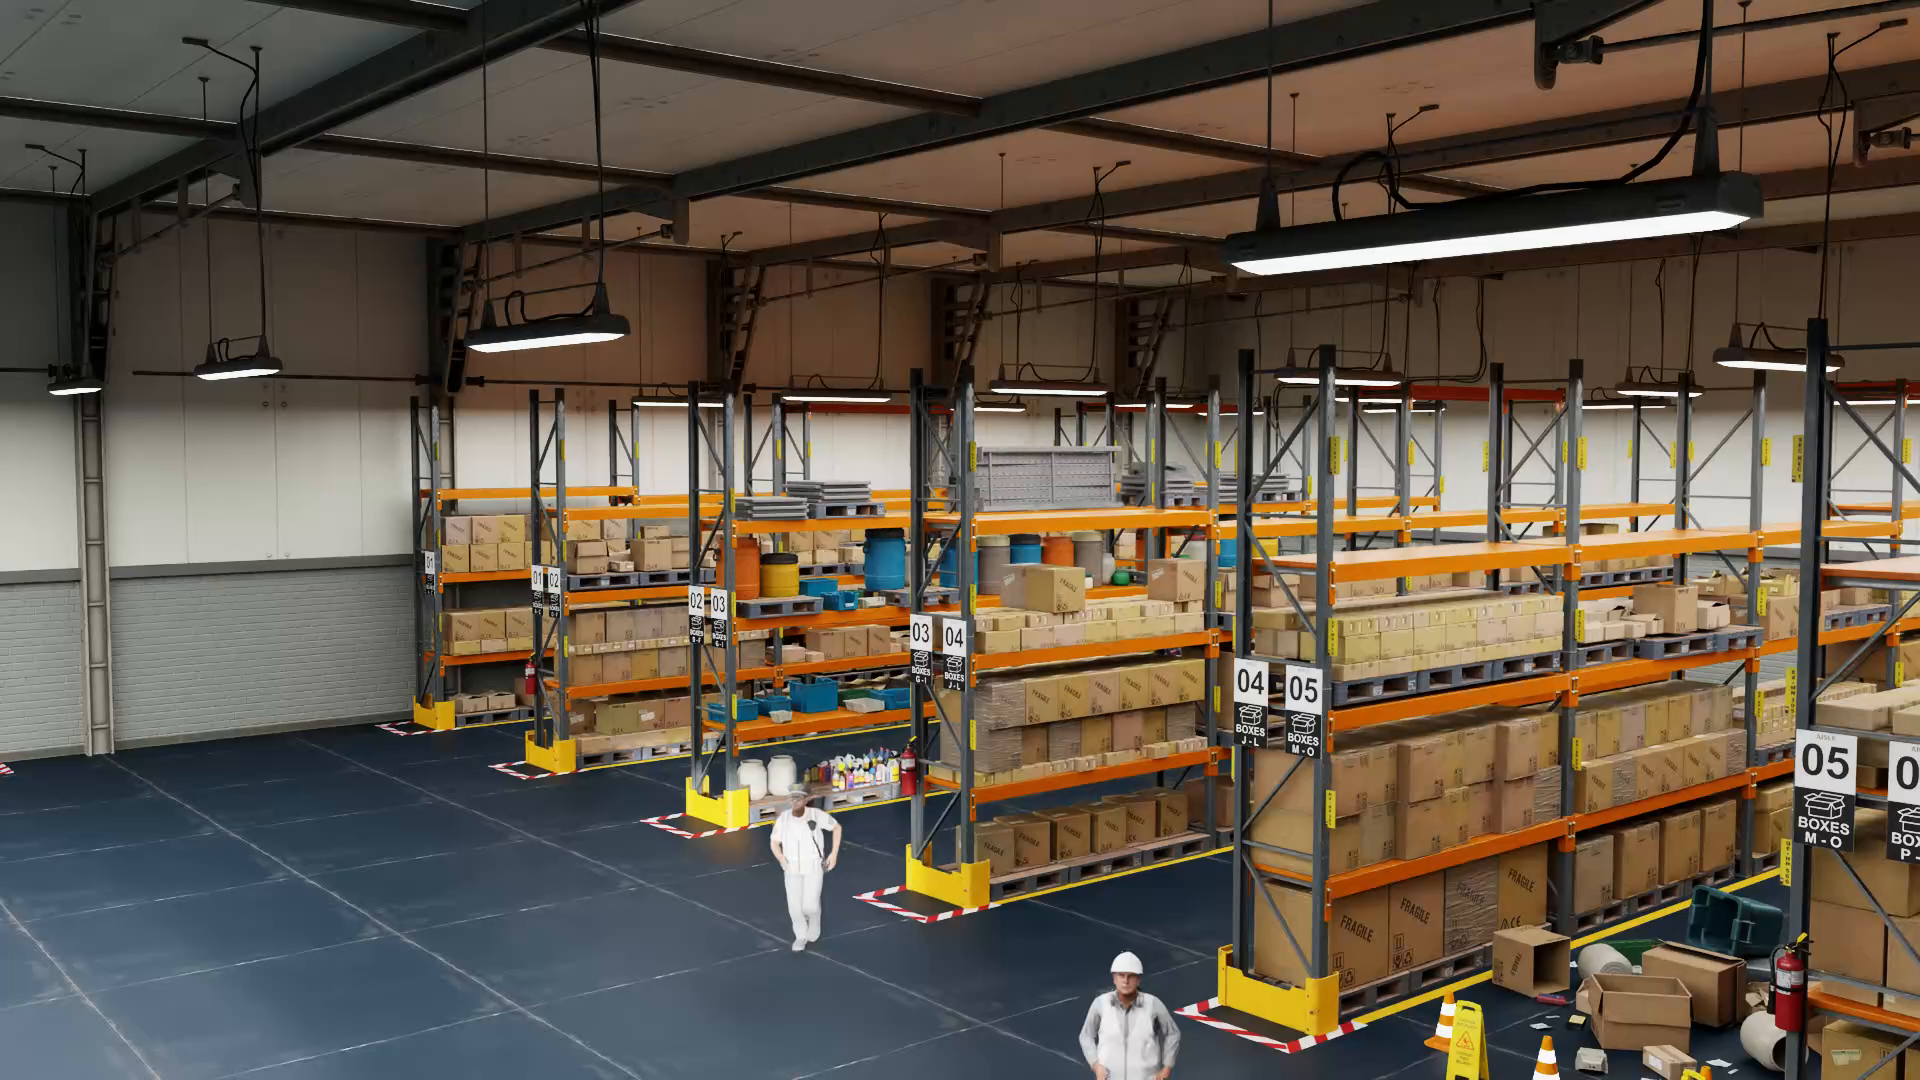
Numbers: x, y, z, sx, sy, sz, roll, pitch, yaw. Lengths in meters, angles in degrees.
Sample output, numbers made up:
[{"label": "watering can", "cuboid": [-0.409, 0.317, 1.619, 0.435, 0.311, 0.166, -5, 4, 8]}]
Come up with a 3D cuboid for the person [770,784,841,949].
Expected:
[{"label": "person", "cuboid": [-1.572, 3.299, 16.696, 0.684, 1.738, 0.774, 0, 3, 8]}]

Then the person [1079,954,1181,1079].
[{"label": "person", "cuboid": [1.138, 3.640, 11.174, 0.687, 1.730, 0.603, 0, 3, 8]}]
